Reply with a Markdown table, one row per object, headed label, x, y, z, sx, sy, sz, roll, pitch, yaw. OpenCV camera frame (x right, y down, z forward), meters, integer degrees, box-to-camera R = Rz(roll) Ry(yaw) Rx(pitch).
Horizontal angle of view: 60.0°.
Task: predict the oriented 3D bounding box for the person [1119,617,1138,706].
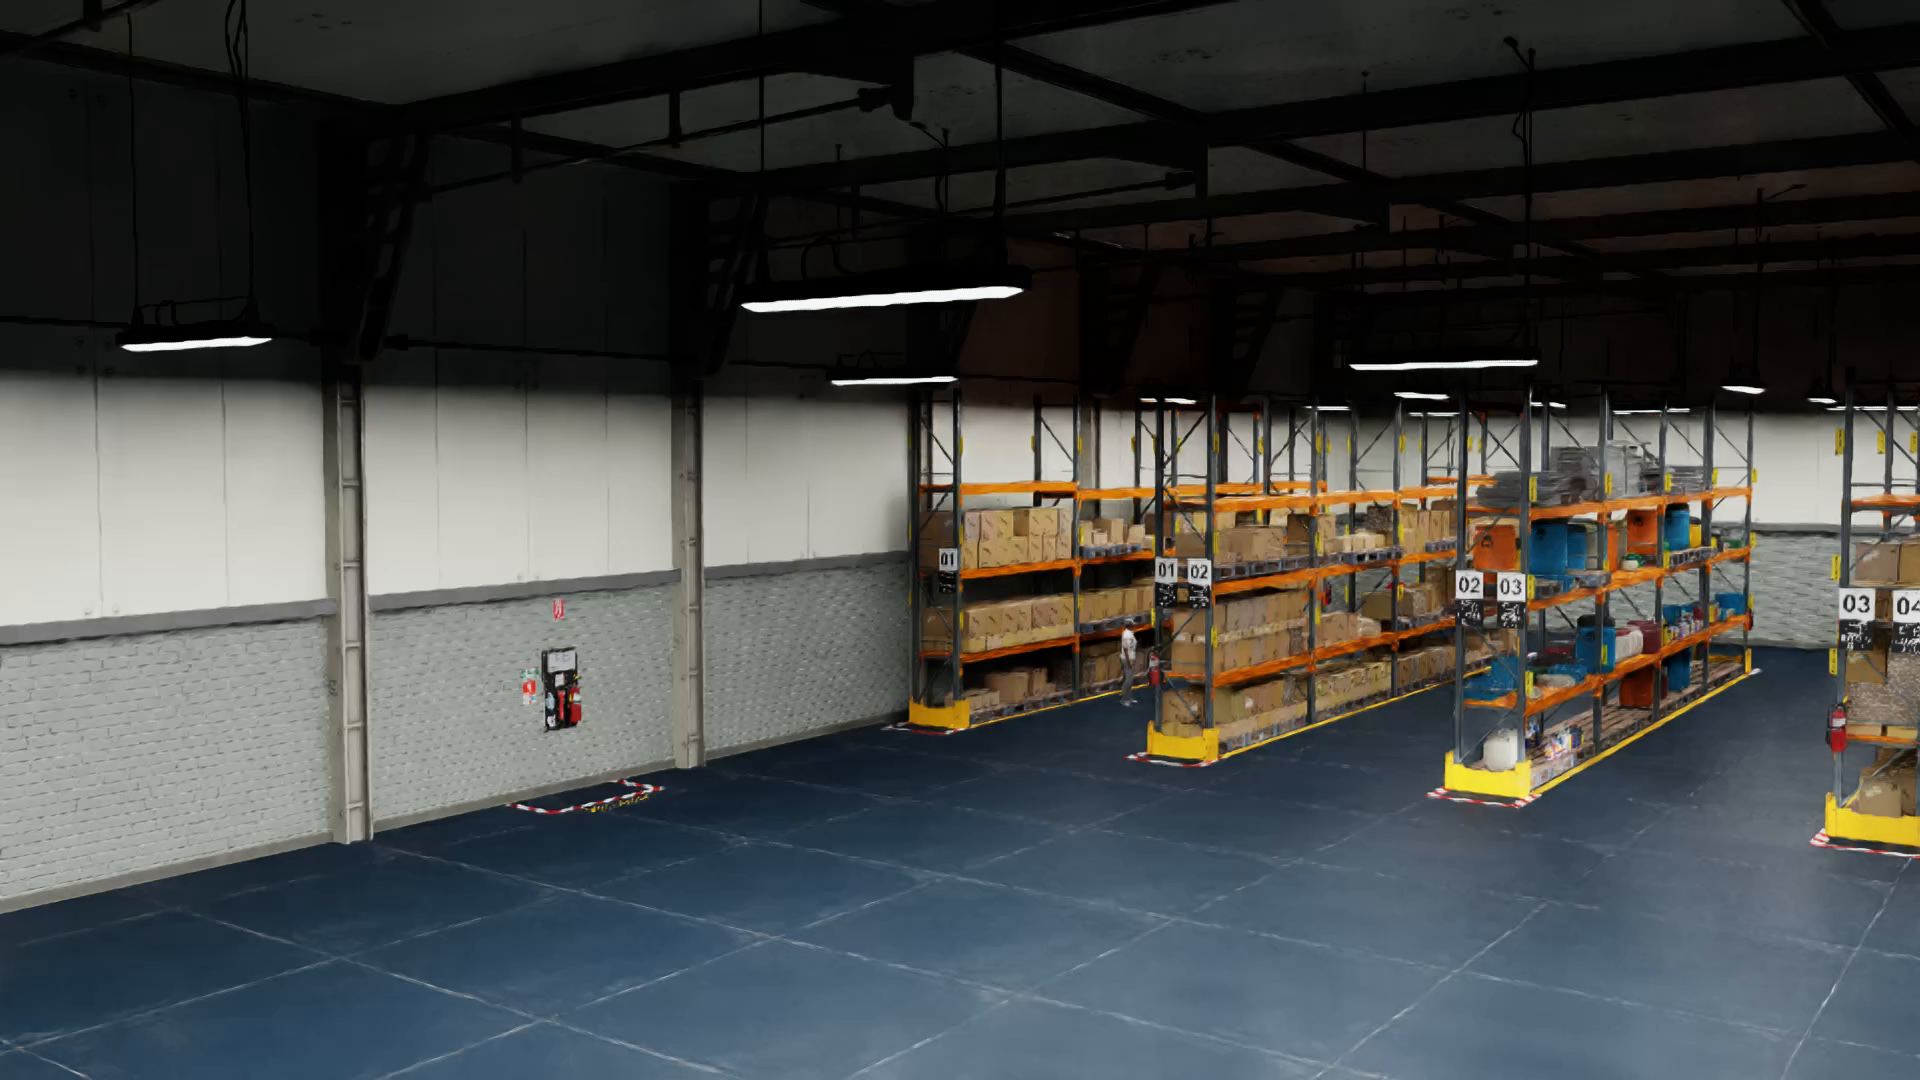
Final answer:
| label | x | y | z | sx | sy | sz | roll | pitch | yaw |
| --- | --- | --- | --- | --- | --- | --- | --- | --- | --- |
| person | 3.270 | 2.358 | 32.216 | 0.371 | 1.735 | 0.526 | 0 | 3 | 8 |

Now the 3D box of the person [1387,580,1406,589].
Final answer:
| label | x | y | z | sx | sy | sz | roll | pitch | yaw |
| --- | --- | --- | --- | --- | --- | --- | --- | --- | --- |
| person | 11.495 | 1.666 | 43.862 | 0.532 | 1.642 | 1.126 | 3 | 4 | 38 |
